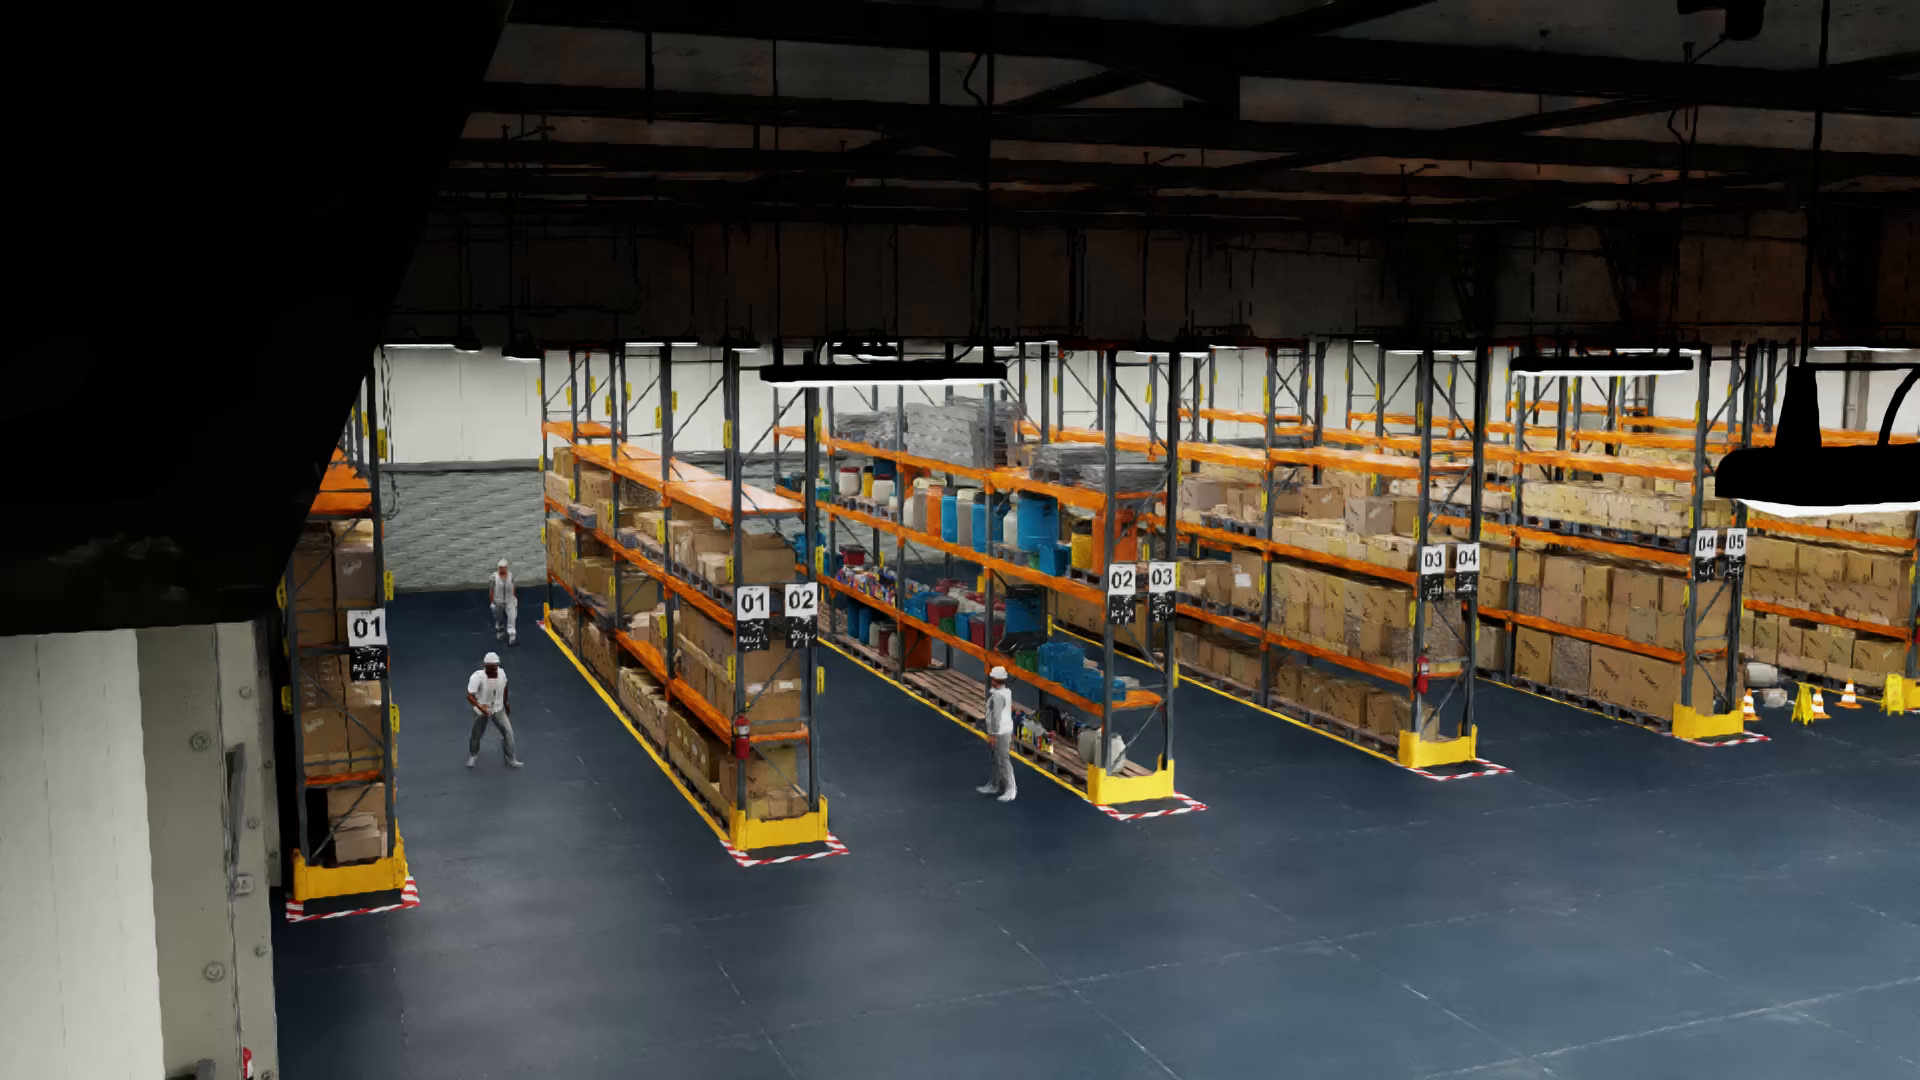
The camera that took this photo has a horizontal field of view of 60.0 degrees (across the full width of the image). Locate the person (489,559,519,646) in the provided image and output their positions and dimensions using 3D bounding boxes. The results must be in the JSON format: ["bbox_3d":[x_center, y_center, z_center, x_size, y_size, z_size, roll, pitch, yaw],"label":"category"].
[{"bbox_3d":[-9.004,1.206,32.821,0.553,1.709,1.123,-3,8,-19],"label":"person"}]

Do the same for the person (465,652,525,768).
[{"bbox_3d":[-6.704,2.412,23.682,0.710,1.703,0.836,-6,9,-37],"label":"person"}]

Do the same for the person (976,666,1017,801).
[{"bbox_3d":[0.486,2.556,22.225,0.576,1.768,0.626,1,7,6],"label":"person"}]
